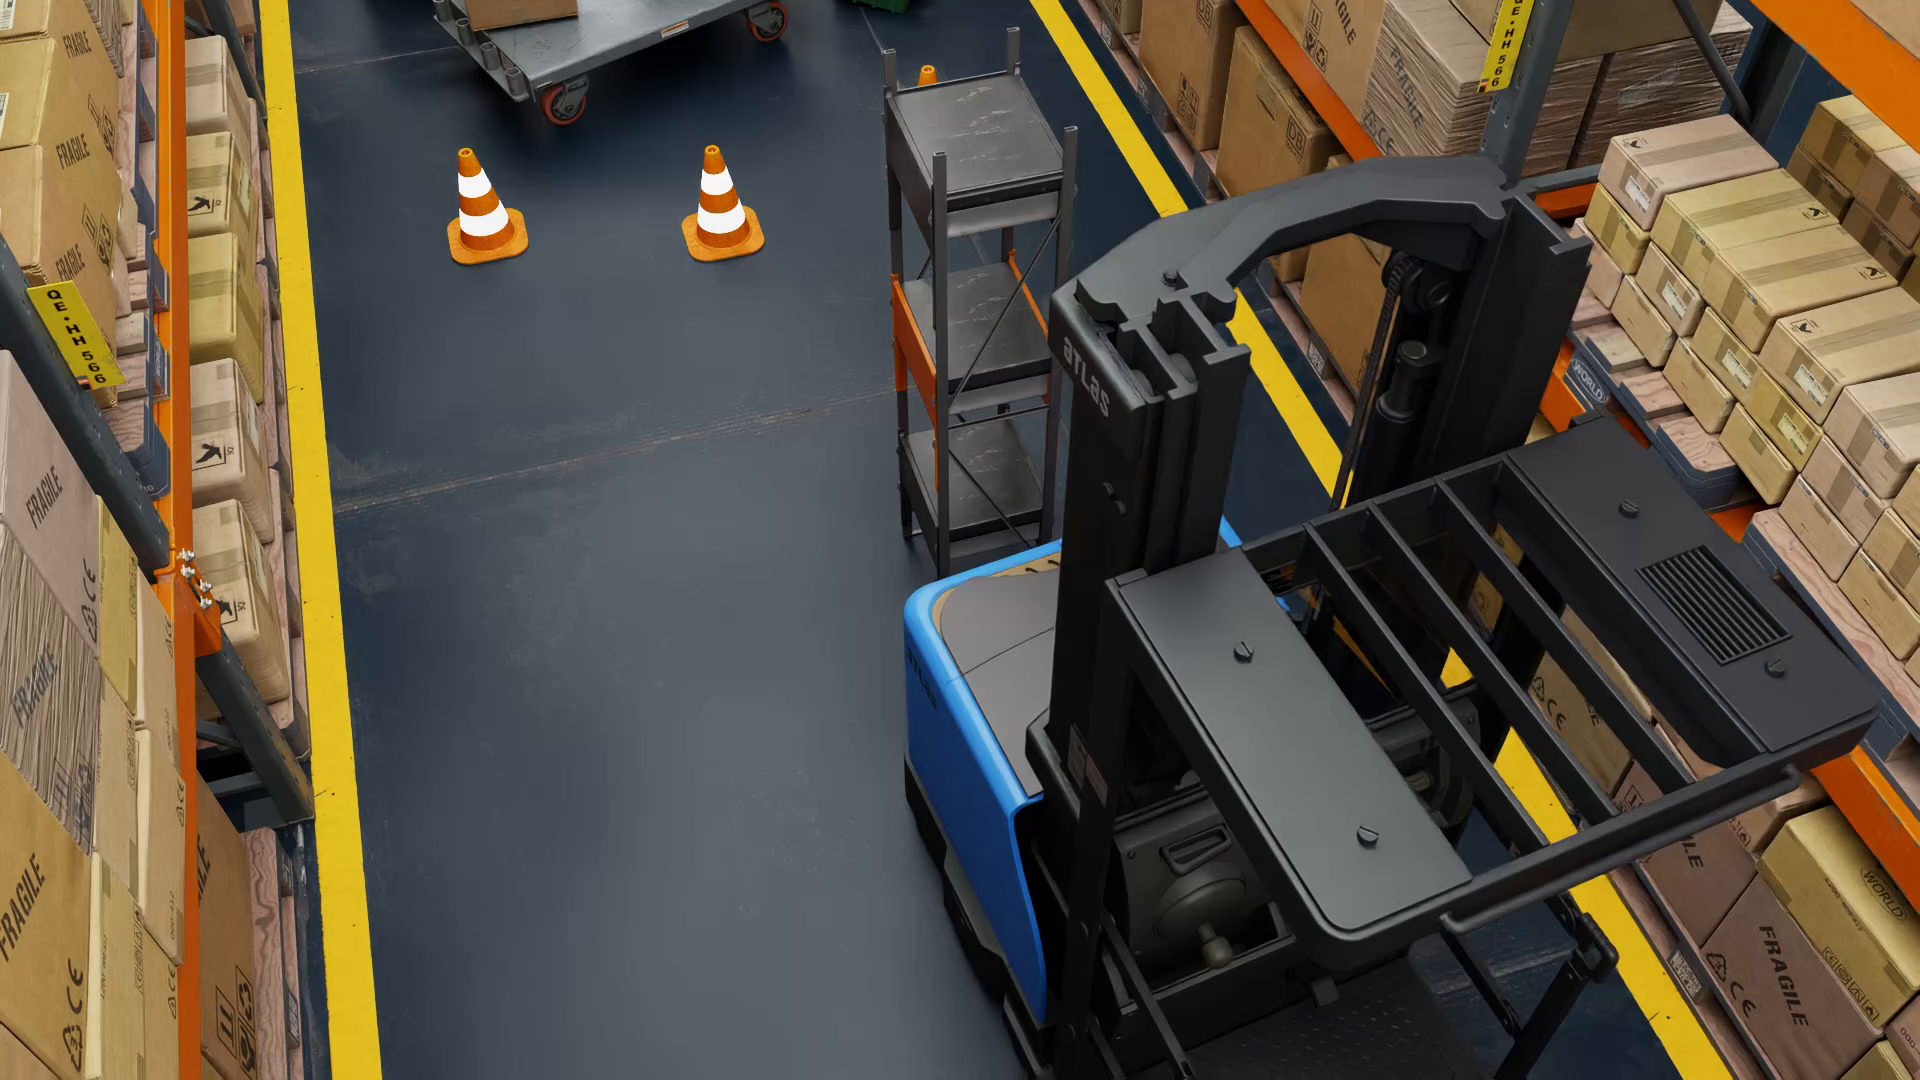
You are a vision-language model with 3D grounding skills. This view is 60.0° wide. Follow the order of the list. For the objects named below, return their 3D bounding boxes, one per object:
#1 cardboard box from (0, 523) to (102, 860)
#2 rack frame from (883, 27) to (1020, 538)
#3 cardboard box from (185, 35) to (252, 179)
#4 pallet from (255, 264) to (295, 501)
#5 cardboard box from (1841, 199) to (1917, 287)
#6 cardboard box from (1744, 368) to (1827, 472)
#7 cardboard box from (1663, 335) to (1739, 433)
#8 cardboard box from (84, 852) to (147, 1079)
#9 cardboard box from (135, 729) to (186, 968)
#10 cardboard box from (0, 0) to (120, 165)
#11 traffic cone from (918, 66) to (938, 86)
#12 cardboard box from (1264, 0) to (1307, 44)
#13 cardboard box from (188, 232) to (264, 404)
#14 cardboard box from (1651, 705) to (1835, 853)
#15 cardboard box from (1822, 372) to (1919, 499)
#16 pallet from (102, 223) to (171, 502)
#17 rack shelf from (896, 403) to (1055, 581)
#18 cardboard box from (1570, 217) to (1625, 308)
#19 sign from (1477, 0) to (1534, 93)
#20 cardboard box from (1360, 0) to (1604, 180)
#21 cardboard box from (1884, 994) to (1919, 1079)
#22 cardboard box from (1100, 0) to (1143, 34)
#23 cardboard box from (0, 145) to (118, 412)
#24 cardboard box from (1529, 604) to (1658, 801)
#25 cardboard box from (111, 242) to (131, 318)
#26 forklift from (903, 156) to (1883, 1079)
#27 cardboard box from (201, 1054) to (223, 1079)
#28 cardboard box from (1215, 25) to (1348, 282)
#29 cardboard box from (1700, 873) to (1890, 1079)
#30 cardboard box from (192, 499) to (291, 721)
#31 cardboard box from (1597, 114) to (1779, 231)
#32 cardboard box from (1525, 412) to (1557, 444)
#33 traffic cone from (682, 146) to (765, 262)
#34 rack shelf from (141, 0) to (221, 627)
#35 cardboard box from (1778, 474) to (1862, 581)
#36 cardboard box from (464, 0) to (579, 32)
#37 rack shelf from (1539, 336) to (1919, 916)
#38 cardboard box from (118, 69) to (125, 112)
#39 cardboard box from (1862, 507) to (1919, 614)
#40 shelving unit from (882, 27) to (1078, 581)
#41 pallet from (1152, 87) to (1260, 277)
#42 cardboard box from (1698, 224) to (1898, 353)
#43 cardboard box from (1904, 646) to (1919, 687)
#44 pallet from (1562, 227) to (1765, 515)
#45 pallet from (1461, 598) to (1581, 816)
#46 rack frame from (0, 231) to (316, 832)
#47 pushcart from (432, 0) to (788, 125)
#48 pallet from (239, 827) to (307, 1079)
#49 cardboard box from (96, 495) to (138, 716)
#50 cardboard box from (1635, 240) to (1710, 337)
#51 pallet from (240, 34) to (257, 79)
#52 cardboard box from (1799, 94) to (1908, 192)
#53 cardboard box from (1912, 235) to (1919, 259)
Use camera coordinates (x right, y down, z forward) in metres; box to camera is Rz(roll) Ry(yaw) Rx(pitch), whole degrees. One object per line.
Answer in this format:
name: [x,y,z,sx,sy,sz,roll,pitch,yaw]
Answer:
cardboard box: [-2.054,0.359,3.266,0.500,0.500,0.500,-13,51,-10]
rack frame: [-0.023,-0.734,5.496,0.400,2.100,0.015,-13,51,-11]
cardboard box: [-3.641,-1.805,7.254,0.950,0.372,0.625,-13,51,-11]
pallet: [-3.203,-0.540,6.567,1.003,0.211,1.213,-13,51,-11]
cardboard box: [2.744,-0.869,4.716,0.380,0.149,0.250,-12,51,-10]
cardboard box: [2.273,-0.347,4.276,0.380,0.149,0.250,-13,51,-11]
cardboard box: [2.182,-0.460,4.566,0.380,0.149,0.250,-11,51,-9]
cardboard box: [-1.904,0.949,3.260,0.500,0.250,0.500,-15,51,-12]
cardboard box: [-2.052,0.751,3.753,0.500,0.250,0.500,-12,51,-10]
cardboard box: [-2.852,-1.388,4.923,0.500,0.500,0.500,-13,51,-10]
traffic cone: [-0.146,-1.954,7.594,0.336,0.463,0.334,-13,51,-11]
cardboard box: [1.399,-2.201,6.078,0.500,0.500,0.500,-14,51,-12]
cardboard box: [-3.218,-0.774,6.384,0.950,0.372,0.625,-12,51,-10]
cardboard box: [2.339,0.551,4.694,0.500,0.250,0.500,-13,51,-11]
cardboard box: [2.344,-0.269,4.016,0.380,0.149,0.250,-11,51,-9]
pallet: [-2.929,-0.413,4.761,1.213,0.211,1.003,-13,51,-11]
rack shelf: [0.049,-0.096,5.891,0.431,0.518,0.480,-13,51,-11]
cardboard box: [2.022,-0.853,4.897,0.380,0.149,0.250,-14,51,-11]
sign: [1.554,-1.416,4.725,0.100,0.325,0.005,-13,51,-11]
cardboard box: [1.693,-1.471,5.463,0.500,0.500,0.500,-13,51,-11]
cardboard box: [2.665,1.314,4.050,0.500,0.250,0.500,-11,51,-9]
cardboard box: [1.169,-3.070,8.073,1.050,0.750,0.750,-14,51,-11]
cardboard box: [-2.528,-0.622,4.278,0.500,0.500,0.500,-15,51,-12]
cardboard box: [2.200,0.440,5.277,0.500,0.500,0.500,-13,51,-11]
cardboard box: [-2.623,-0.736,4.798,0.380,0.149,0.250,-16,52,-13]
forklift: [0.873,0.783,3.673,1.130,2.935,3.031,-18,52,-15]
cardboard box: [-2.231,1.747,3.930,0.875,0.875,0.875,-13,51,-11]
cardboard box: [1.727,-1.684,6.905,1.050,0.750,0.750,-13,51,-10]
cardboard box: [2.507,1.187,4.648,0.500,0.500,0.500,-14,51,-12]
cardboard box: [-2.774,0.319,5.463,0.950,0.372,0.625,-16,52,-13]
cardboard box: [2.036,-1.033,4.659,0.380,0.149,0.250,-13,51,-11]
cardboard box: [2.055,-0.184,5.313,0.500,0.250,0.500,-15,52,-13]
traffic cone: [-1.054,-1.507,7.218,0.336,0.463,0.334,-13,51,-11]
rack shelf: [-3.207,-1.207,5.776,1.077,0.370,4.000,-13,51,-11]
cardboard box: [2.344,-0.069,4.236,0.380,0.149,0.250,-12,51,-10]
cardboard box: [-2.107,-2.762,7.756,0.500,0.500,0.500,-13,51,-11]
rack shelf: [2.674,0.522,4.319,1.077,0.370,4.000,-13,51,-11]
cardboard box: [-2.966,-1.503,5.445,0.380,0.149,0.250,-12,51,-10]
cardboard box: [2.416,0.017,3.968,0.380,0.149,0.250,-14,51,-11]
shelving unit: [0.049,-0.556,5.345,0.431,2.100,0.503,-13,51,-11]
pallet: [1.564,-1.754,7.591,1.003,0.211,1.213,-13,51,-11]
cardboard box: [2.185,-0.660,4.345,0.380,0.149,0.250,-14,51,-11]
cardboard box: [2.492,0.305,3.920,0.380,0.149,0.250,-15,51,-12]
pallet: [2.395,-0.613,4.930,1.213,0.211,1.003,-13,51,-11]
pallet: [2.312,0.299,5.860,1.003,0.211,1.213,-13,51,-11]
rack frame: [-2.616,0.022,4.269,1.000,3.000,0.127,-13,51,-11]
pushcart: [-1.636,-2.606,8.200,1.648,0.377,0.936,-30,56,-23]
pallet: [-2.455,1.514,4.836,1.003,0.211,1.213,-13,51,-11]
cardboard box: [-2.230,0.206,3.886,0.500,0.250,0.500,-13,51,-11]
cardboard box: [2.116,-0.725,4.594,0.380,0.149,0.250,-11,51,-9]
pallet: [-4.031,-2.483,8.205,1.003,0.211,1.213,-13,51,-11]
cardboard box: [2.666,-1.163,4.769,0.380,0.149,0.250,-15,52,-12]
cardboard box: [2.815,-0.788,4.453,0.380,0.149,0.250,-12,51,-10]
